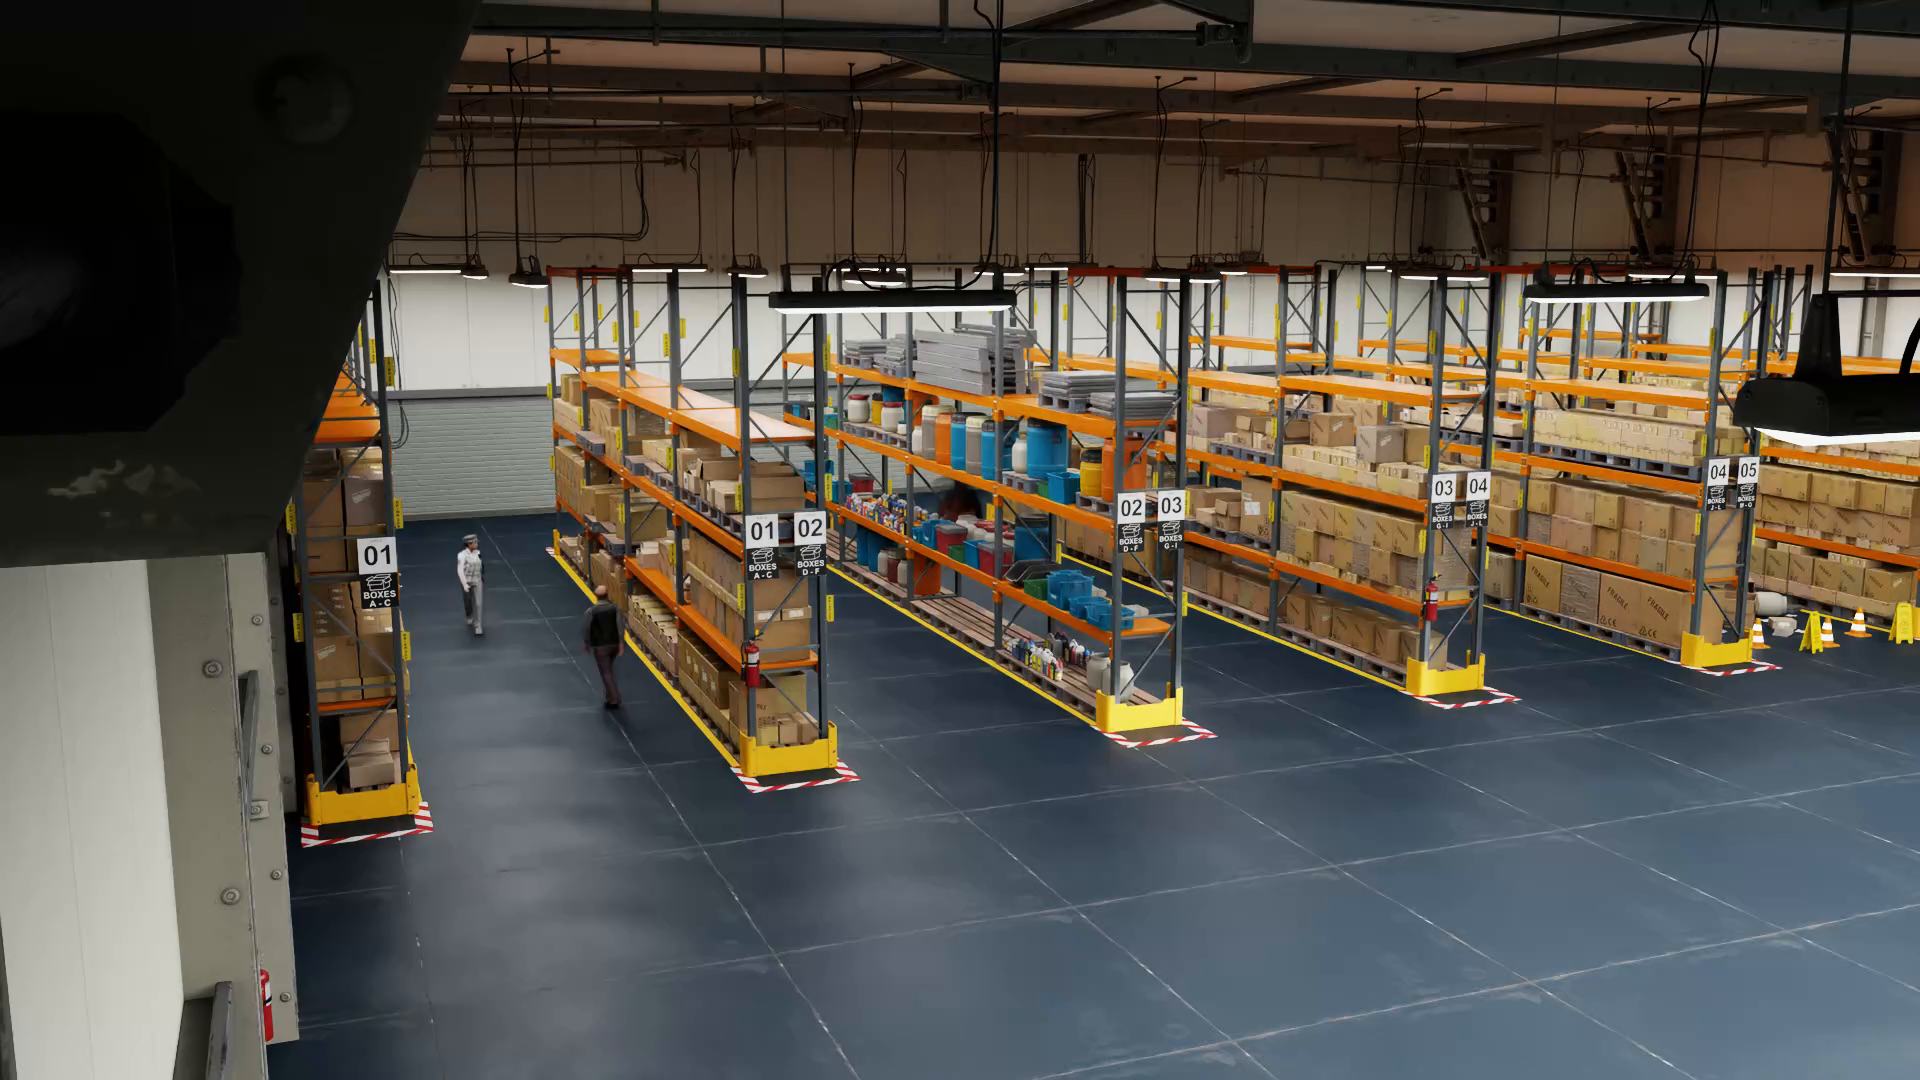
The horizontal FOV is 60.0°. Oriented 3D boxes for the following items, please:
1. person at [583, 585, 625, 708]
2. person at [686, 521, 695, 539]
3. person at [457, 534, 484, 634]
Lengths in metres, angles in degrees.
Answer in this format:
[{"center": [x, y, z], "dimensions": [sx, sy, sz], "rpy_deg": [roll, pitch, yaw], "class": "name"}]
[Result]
[{"center": [-4.946, 1.513, 23.162], "dimensions": [0.557, 1.793, 0.523], "rpy_deg": [7, 12, 34], "class": "person"}, {"center": [-5.726, -0.584, 34.942], "dimensions": [0.608, 1.728, 1.036], "rpy_deg": [-3, 10, -16], "class": "person"}, {"center": [-8.185, 0.707, 27.846], "dimensions": [0.432, 1.634, 0.948], "rpy_deg": [-3, 10, -17], "class": "person"}]
